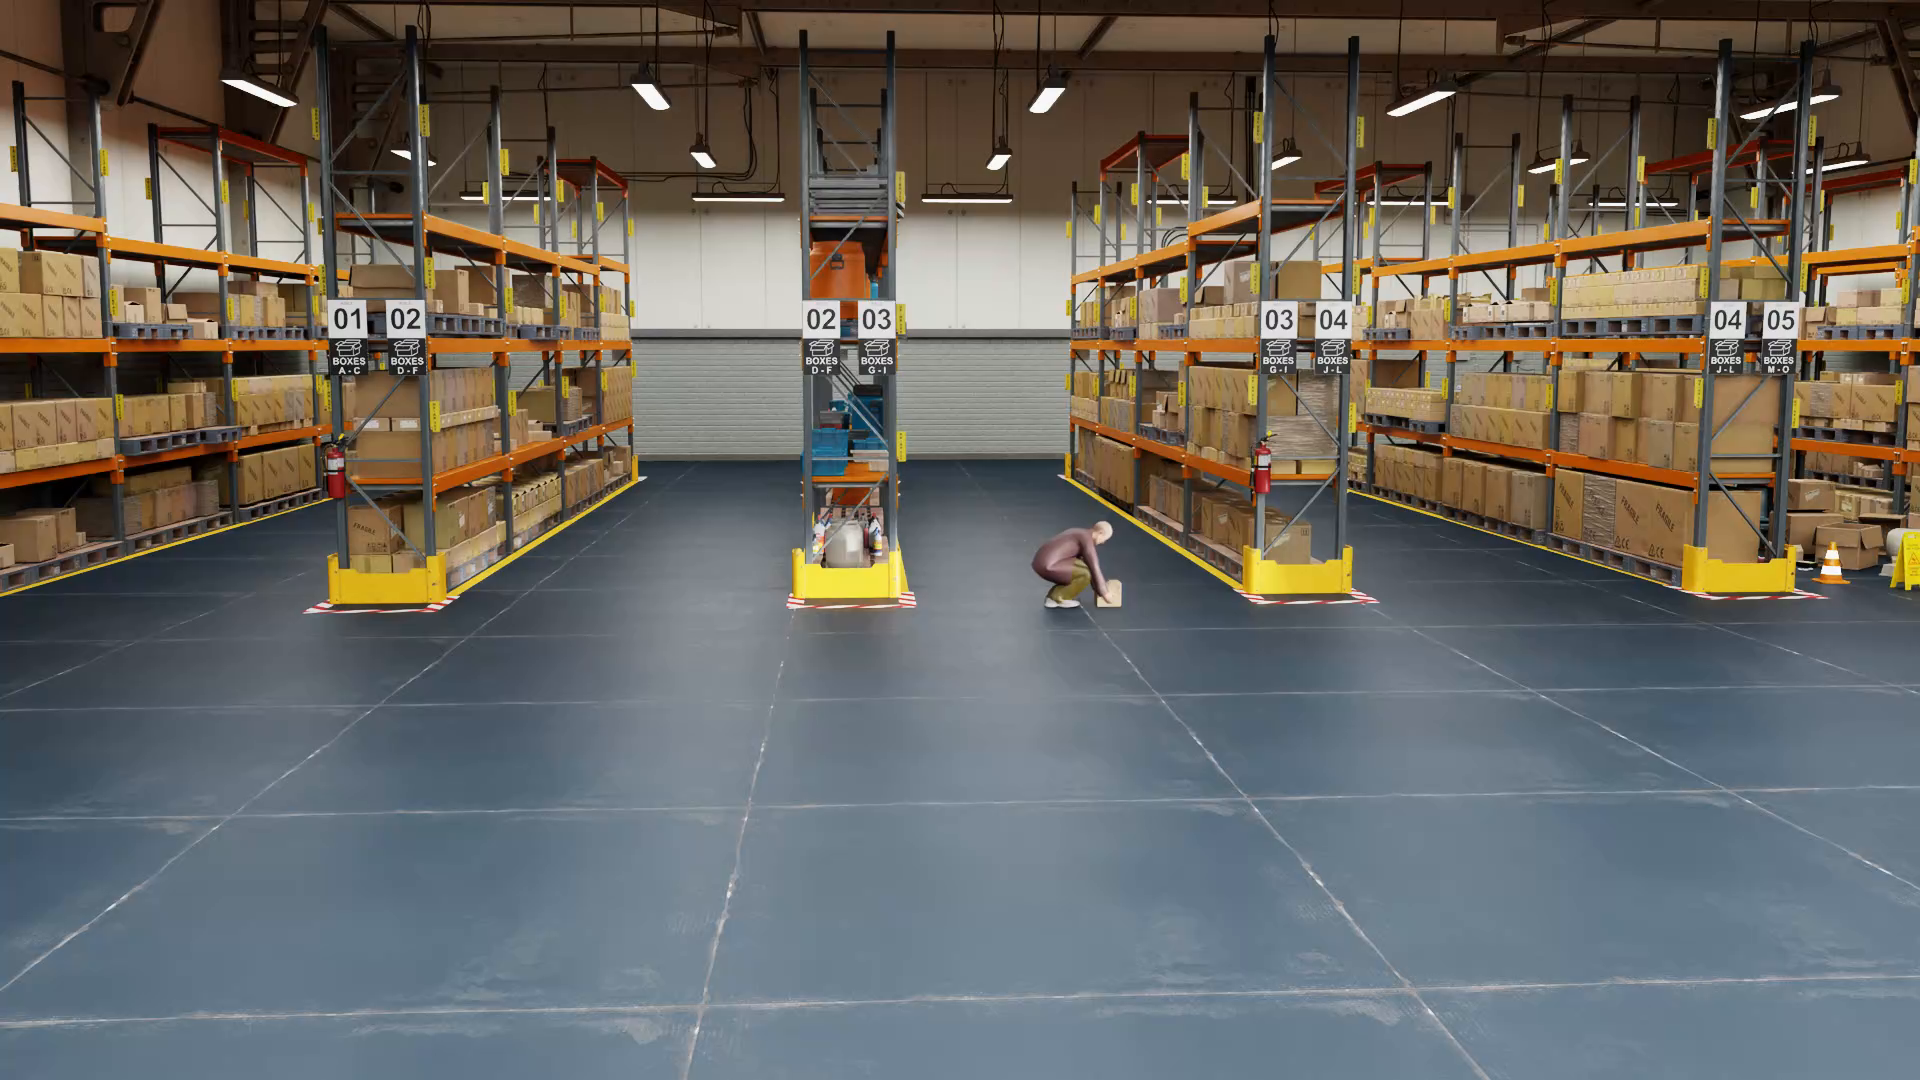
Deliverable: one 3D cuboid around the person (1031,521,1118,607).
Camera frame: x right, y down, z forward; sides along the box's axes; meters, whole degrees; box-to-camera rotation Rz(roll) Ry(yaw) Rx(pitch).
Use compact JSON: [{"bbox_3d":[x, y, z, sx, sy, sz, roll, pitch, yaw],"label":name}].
[{"bbox_3d":[1.198,0.251,17.506,0.899,0.886,0.600,0,7,-4],"label":"person"}]
